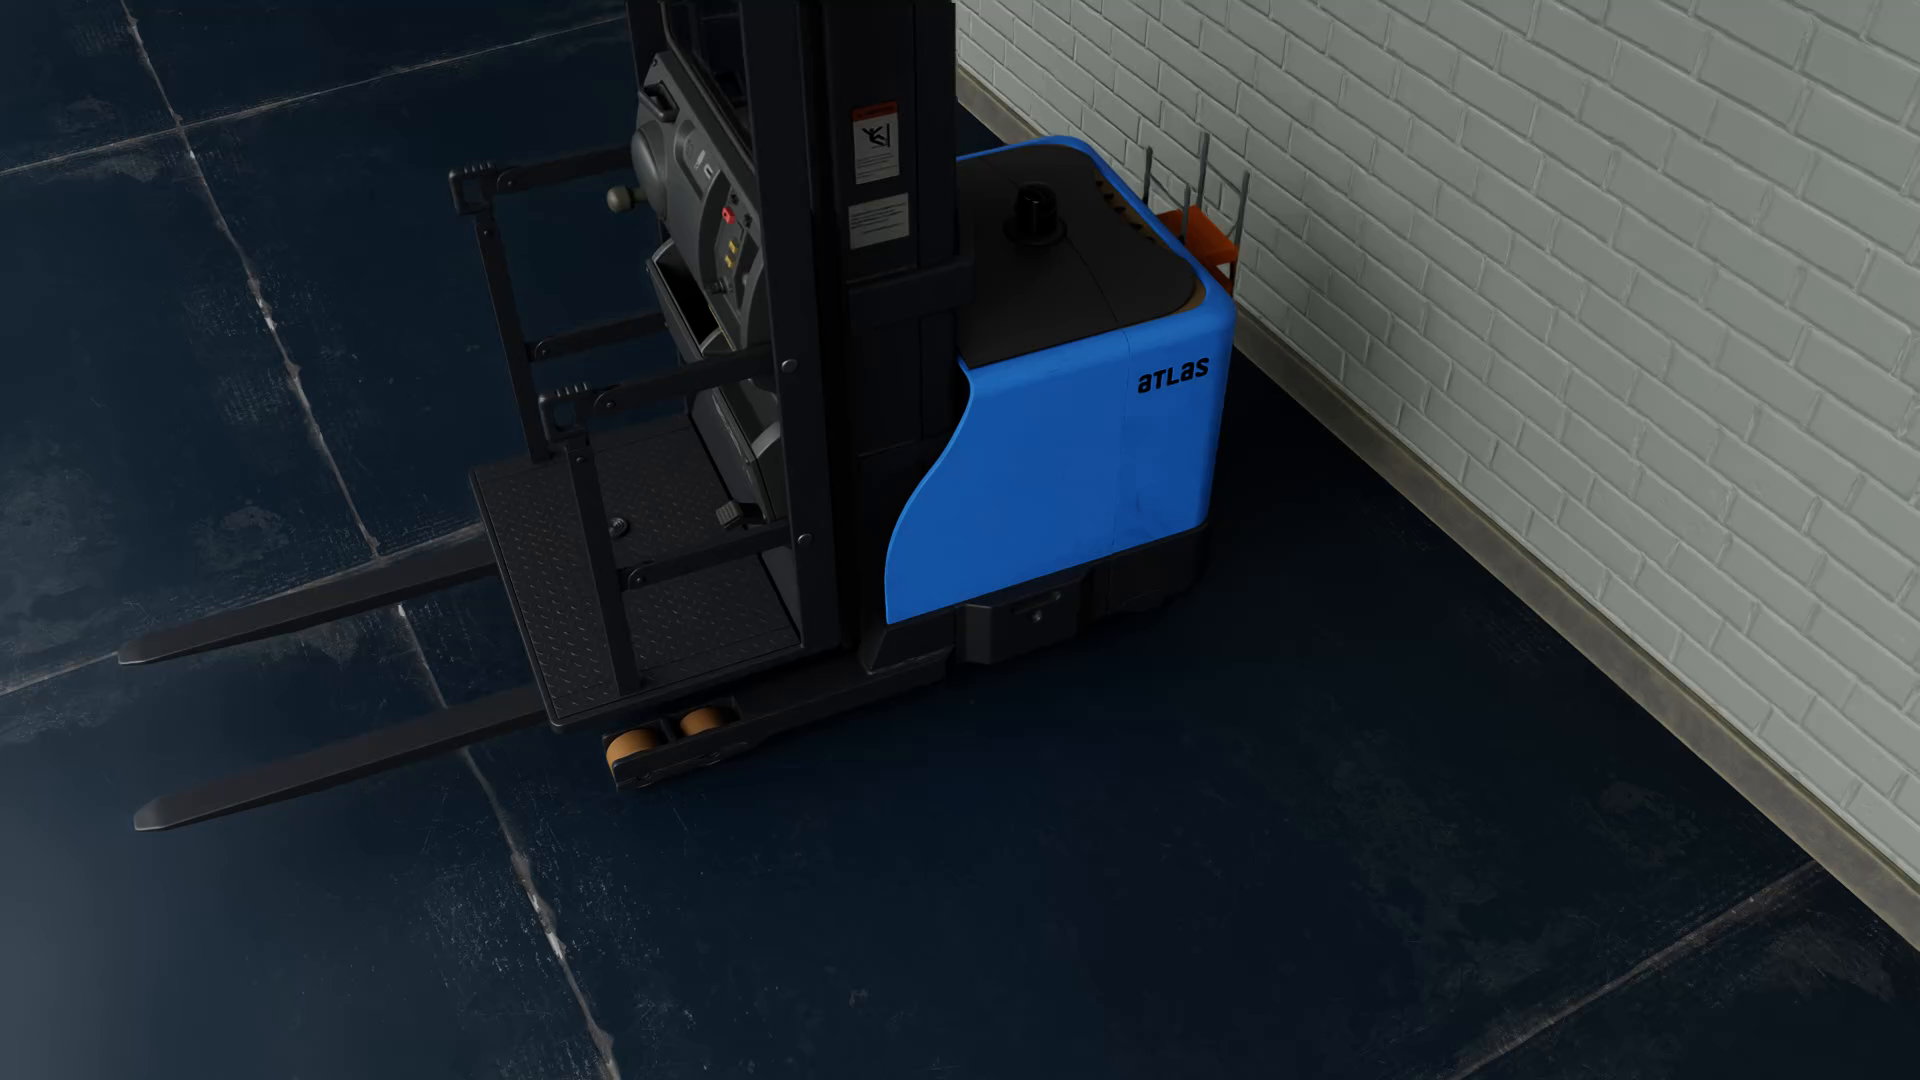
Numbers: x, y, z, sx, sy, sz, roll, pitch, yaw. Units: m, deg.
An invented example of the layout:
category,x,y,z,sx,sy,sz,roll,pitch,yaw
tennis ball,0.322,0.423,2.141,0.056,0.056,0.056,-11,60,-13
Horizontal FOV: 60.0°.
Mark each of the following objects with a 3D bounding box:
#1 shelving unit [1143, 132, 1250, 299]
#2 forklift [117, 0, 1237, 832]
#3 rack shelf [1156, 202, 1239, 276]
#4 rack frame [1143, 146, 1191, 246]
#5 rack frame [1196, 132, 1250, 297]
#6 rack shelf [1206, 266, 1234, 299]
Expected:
category,x,y,z,sx,sy,sz,roll,pitch,yaw
shelving unit,0.661,-0.626,5.033,0.189,1.200,0.258,-17,47,-17
forklift,-0.818,-0.795,3.964,3.031,2.935,1.130,-17,47,-17
rack shelf,0.661,-0.852,4.813,0.180,0.103,0.258,-17,47,-17
rack frame,0.577,-0.600,5.007,0.006,1.200,0.240,-17,47,-17
rack frame,0.745,-0.651,5.059,0.006,1.200,0.240,-17,47,-17
rack shelf,0.661,-0.766,4.897,0.180,0.103,0.258,-17,47,-17
